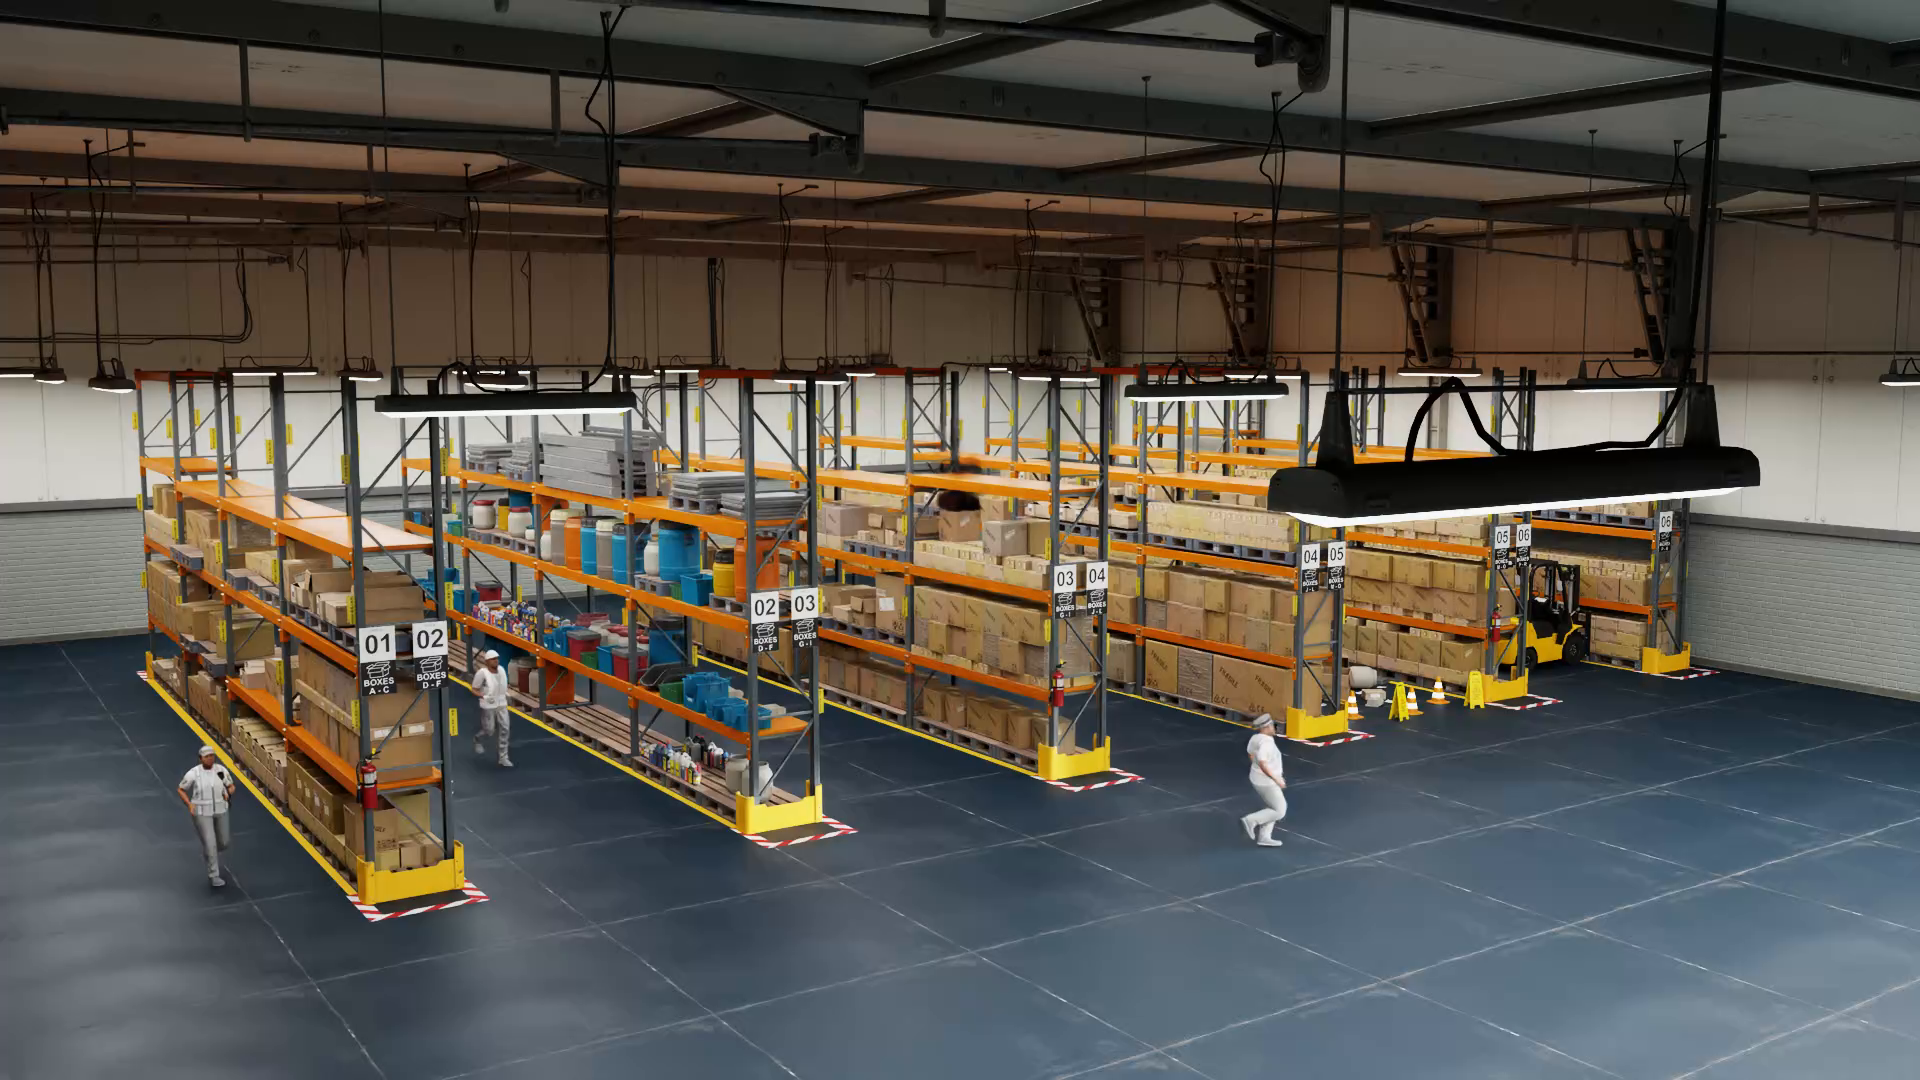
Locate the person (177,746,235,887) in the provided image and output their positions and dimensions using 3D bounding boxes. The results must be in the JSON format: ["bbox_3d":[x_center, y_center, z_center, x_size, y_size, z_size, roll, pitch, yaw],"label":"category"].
[{"bbox_3d":[-9.010,3.271,19.954,0.620,1.634,0.823,-6,9,-42],"label":"person"}]

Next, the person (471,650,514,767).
[{"bbox_3d":[-7.202,2.573,25.595,0.928,1.784,0.678,6,9,41],"label":"person"}]

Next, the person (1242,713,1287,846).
[{"bbox_3d":[3.878,3.079,21.290,0.602,1.736,0.664,-1,6,-7],"label":"person"}]
